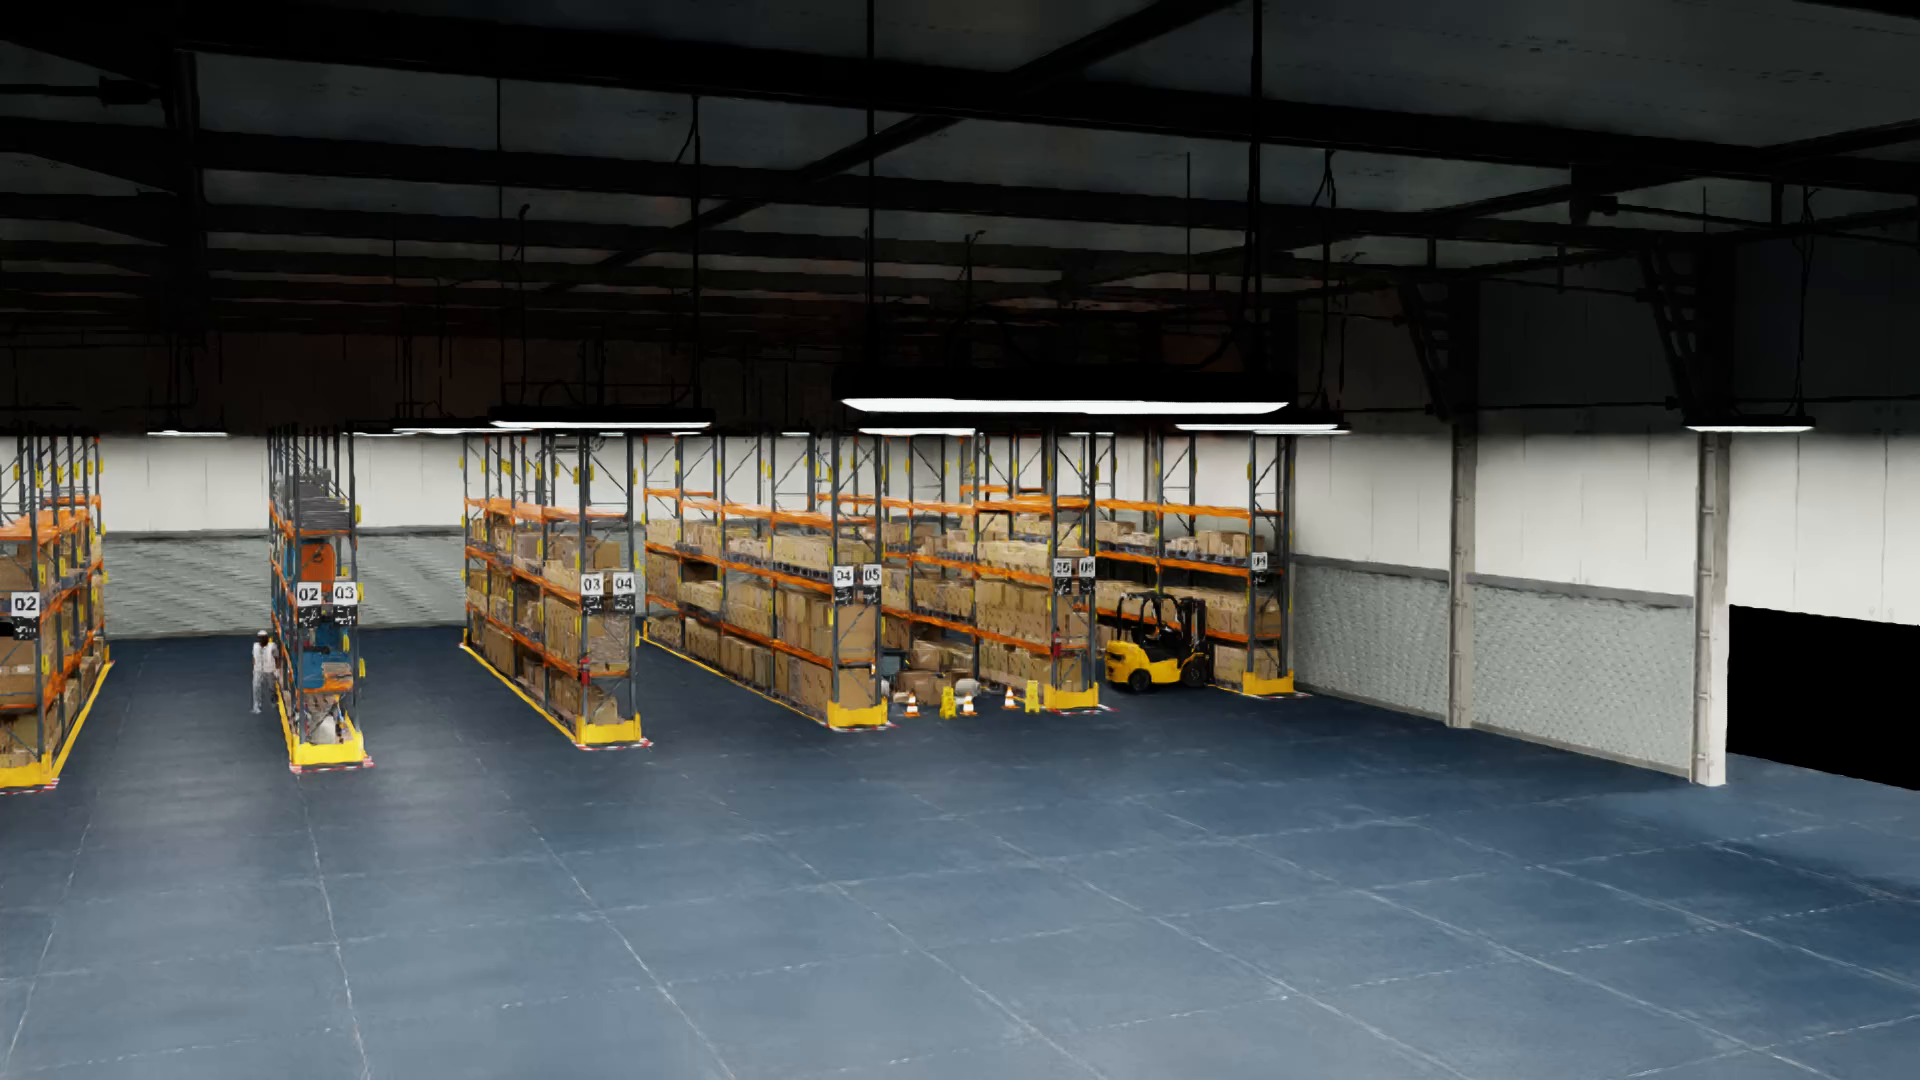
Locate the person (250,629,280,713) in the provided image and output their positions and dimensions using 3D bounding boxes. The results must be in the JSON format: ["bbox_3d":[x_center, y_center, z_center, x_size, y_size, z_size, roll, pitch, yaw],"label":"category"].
[{"bbox_3d":[-14.532,2.698,34.806,0.591,1.685,0.930,-1,4,-8],"label":"person"}]

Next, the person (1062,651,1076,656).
[{"bbox_3d":[2.624,2.271,41.665,0.570,1.786,0.653,0,3,4],"label":"person"}]
